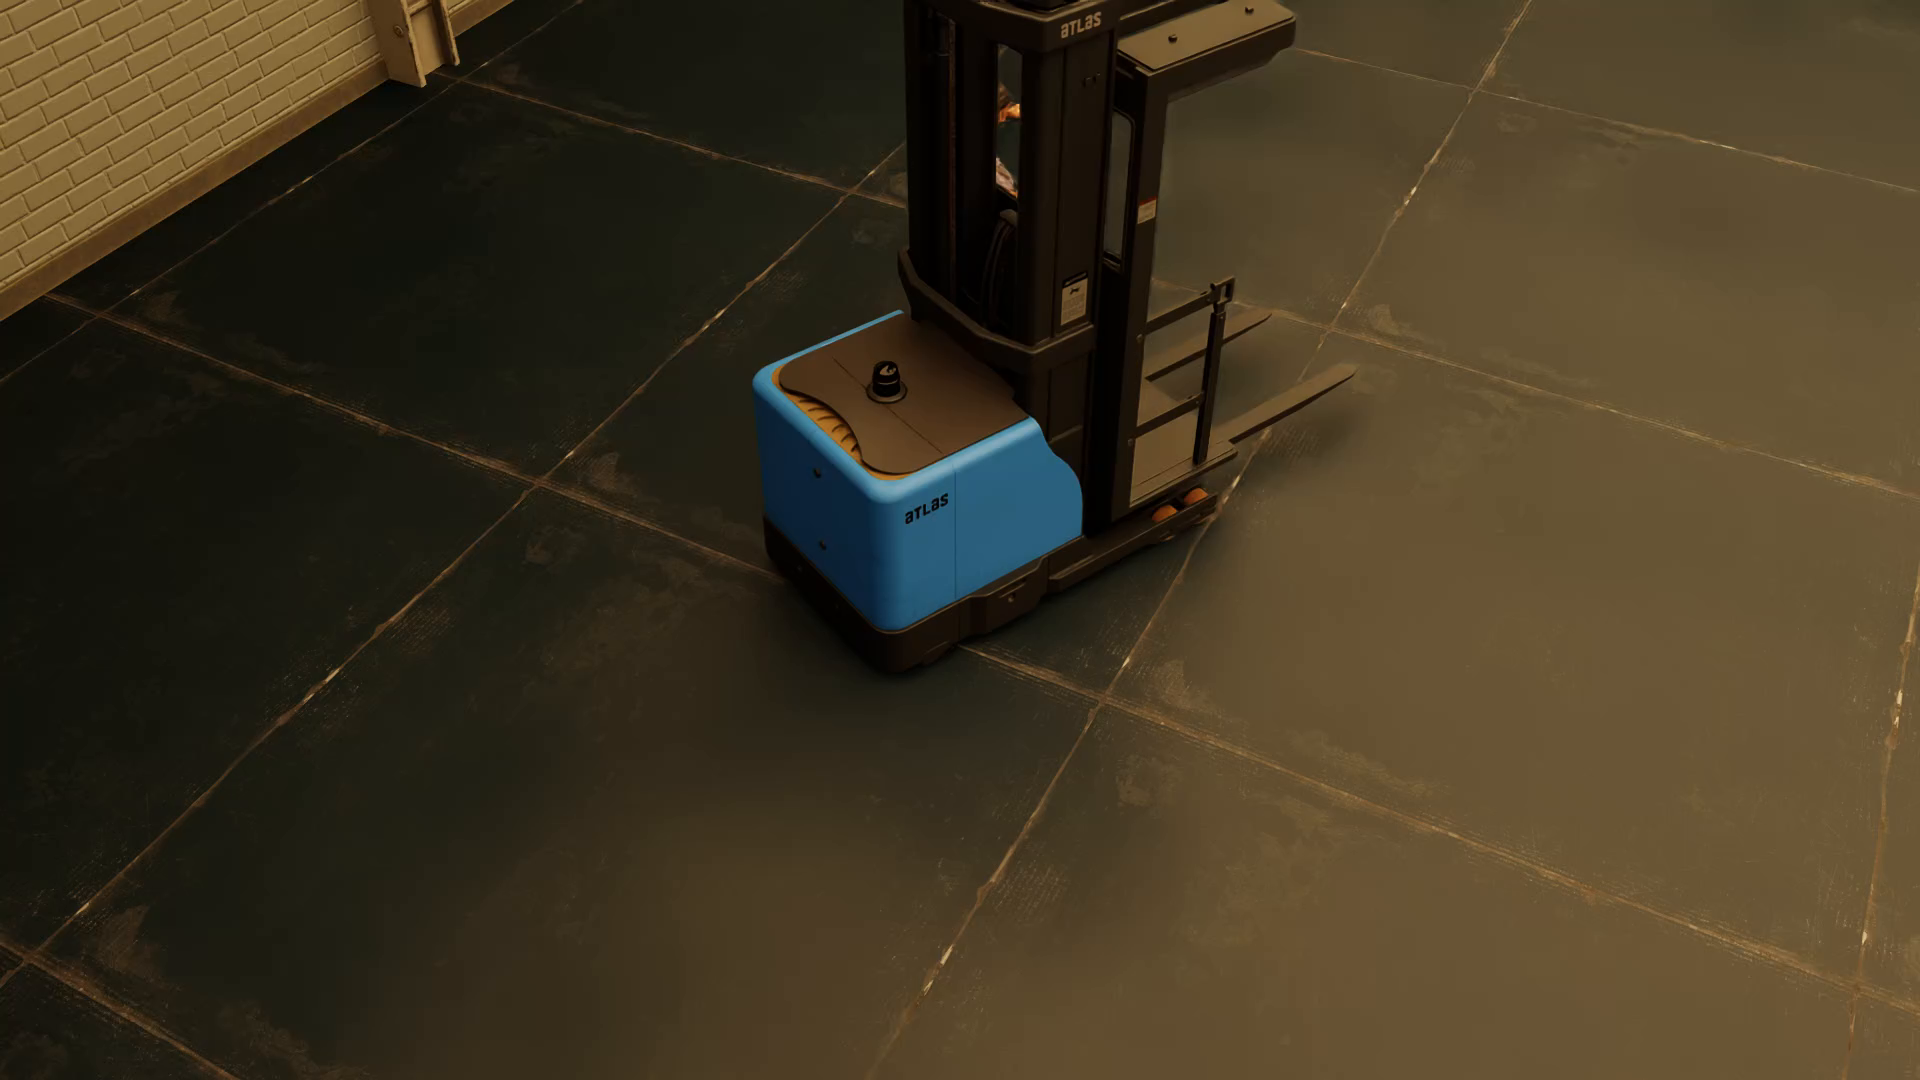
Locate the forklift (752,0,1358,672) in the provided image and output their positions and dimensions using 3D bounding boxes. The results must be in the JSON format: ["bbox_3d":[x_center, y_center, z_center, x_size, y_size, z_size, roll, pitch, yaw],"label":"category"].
[{"bbox_3d":[0.594,-1.329,7.065,3.031,2.935,1.130,-27,50,-26],"label":"forklift"}]

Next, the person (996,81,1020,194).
[{"bbox_3d":[0.215,-1.719,8.590,0.687,1.459,1.218,-12,45,-13],"label":"person"}]
